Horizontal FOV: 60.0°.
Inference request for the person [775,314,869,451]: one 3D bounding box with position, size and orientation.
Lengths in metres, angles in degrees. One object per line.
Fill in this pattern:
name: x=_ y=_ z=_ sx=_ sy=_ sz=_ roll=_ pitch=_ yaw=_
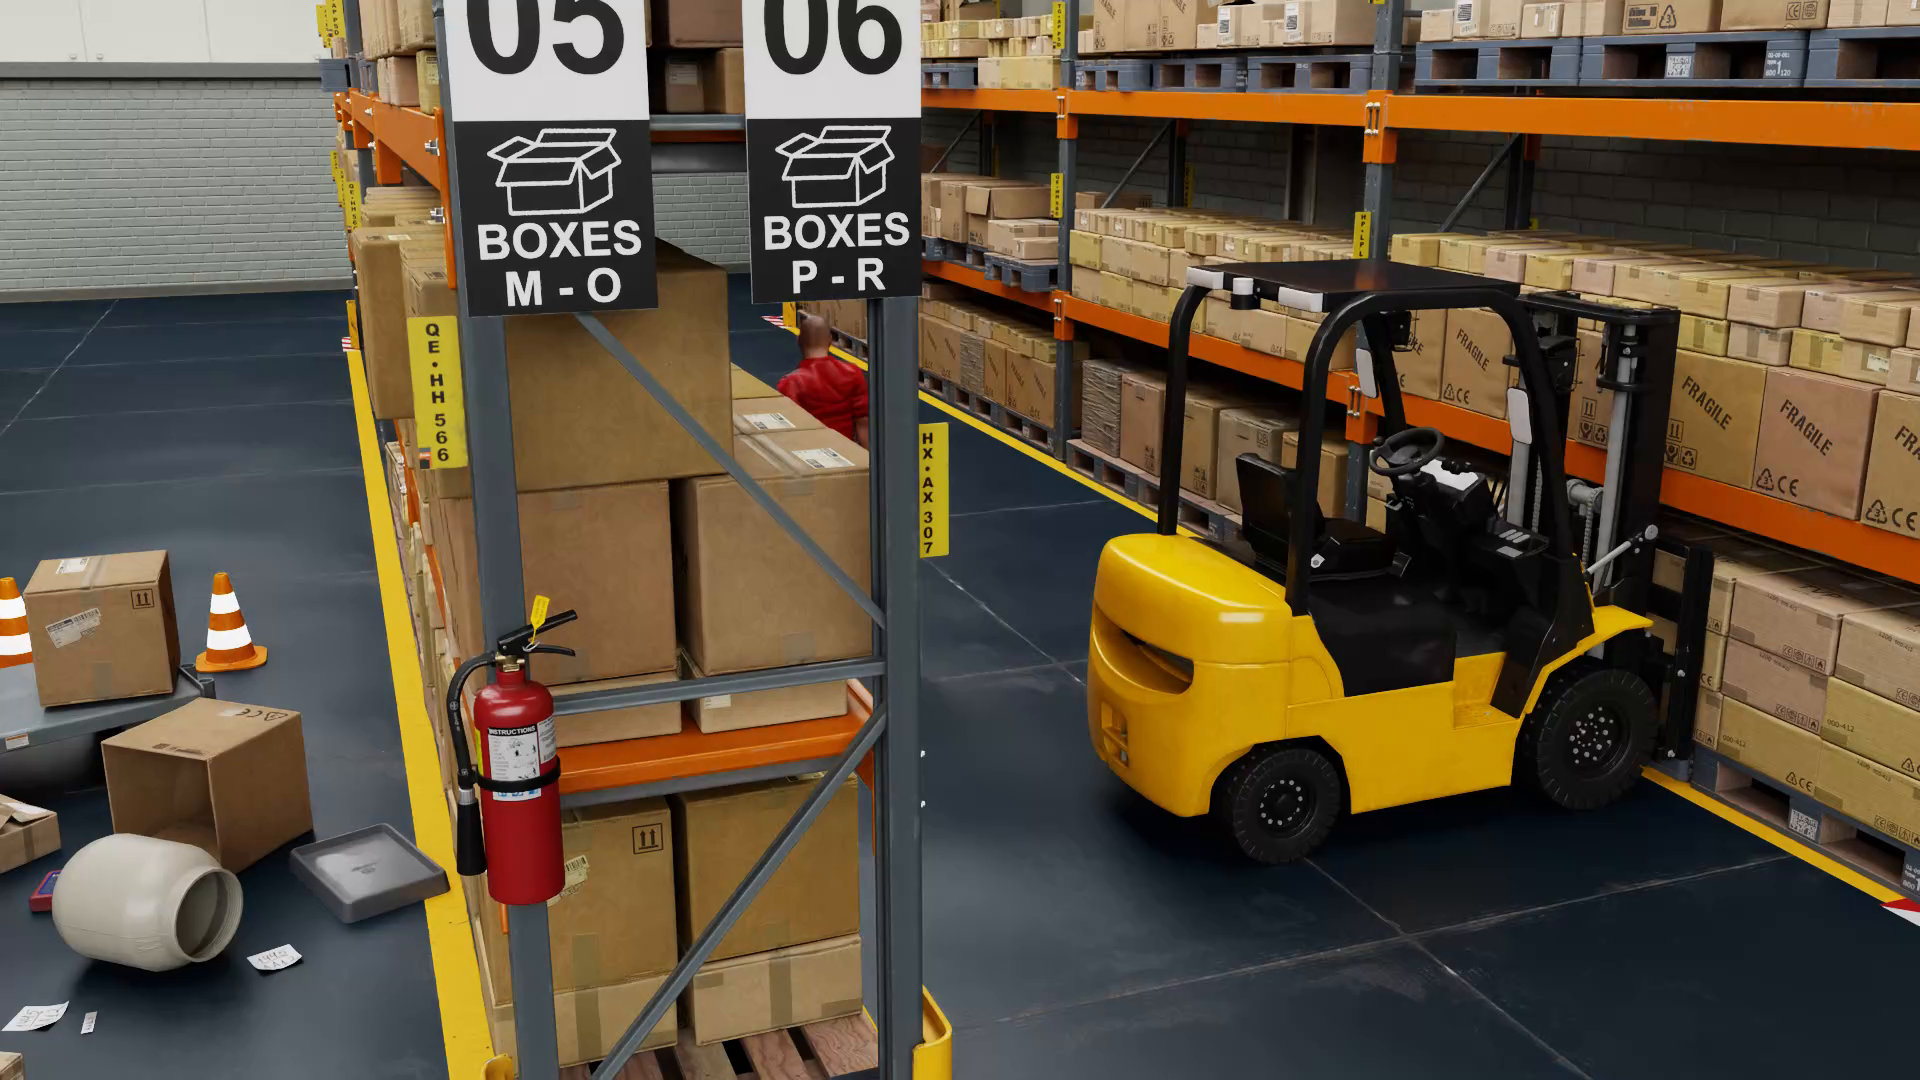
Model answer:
person: x=-0.708 y=-0.302 z=8.568 sx=0.589 sy=1.721 sz=0.655 roll=-12 pitch=20 yaw=-37
